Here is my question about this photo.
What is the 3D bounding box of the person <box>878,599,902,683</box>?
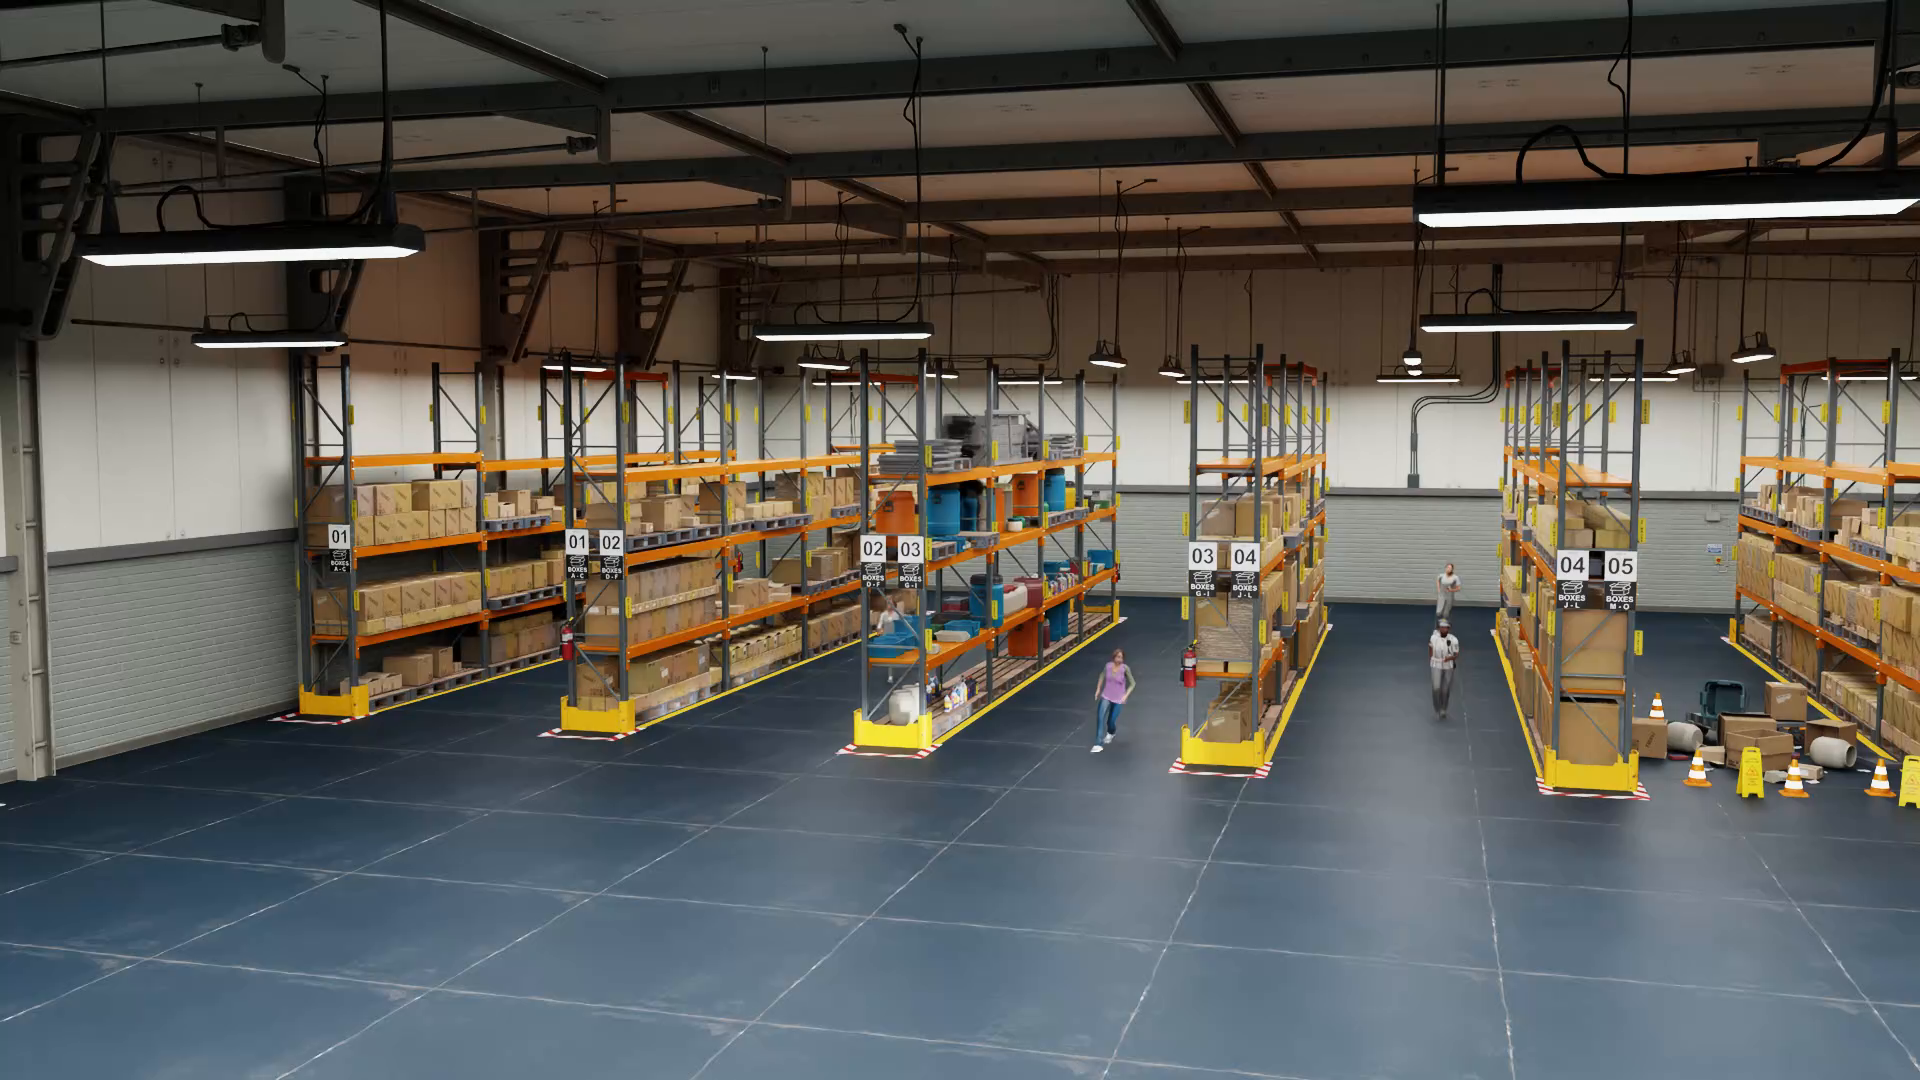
[{"bbox_3d":[-1.283,1.883,31.334,0.547,1.568,0.632,1,4,8],"label":"person"}]

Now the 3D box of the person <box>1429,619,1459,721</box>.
[{"bbox_3d":[7.957,2.128,27.368,0.460,1.708,0.804,1,4,13],"label":"person"}]

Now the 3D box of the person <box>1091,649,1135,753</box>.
[{"bbox_3d":[2.310,2.380,24.805,0.572,1.546,0.773,1,5,18],"label":"person"}]

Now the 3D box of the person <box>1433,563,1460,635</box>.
[{"bbox_3d":[11.053,1.357,37.695,0.575,1.672,0.686,2,5,23],"label":"person"}]
